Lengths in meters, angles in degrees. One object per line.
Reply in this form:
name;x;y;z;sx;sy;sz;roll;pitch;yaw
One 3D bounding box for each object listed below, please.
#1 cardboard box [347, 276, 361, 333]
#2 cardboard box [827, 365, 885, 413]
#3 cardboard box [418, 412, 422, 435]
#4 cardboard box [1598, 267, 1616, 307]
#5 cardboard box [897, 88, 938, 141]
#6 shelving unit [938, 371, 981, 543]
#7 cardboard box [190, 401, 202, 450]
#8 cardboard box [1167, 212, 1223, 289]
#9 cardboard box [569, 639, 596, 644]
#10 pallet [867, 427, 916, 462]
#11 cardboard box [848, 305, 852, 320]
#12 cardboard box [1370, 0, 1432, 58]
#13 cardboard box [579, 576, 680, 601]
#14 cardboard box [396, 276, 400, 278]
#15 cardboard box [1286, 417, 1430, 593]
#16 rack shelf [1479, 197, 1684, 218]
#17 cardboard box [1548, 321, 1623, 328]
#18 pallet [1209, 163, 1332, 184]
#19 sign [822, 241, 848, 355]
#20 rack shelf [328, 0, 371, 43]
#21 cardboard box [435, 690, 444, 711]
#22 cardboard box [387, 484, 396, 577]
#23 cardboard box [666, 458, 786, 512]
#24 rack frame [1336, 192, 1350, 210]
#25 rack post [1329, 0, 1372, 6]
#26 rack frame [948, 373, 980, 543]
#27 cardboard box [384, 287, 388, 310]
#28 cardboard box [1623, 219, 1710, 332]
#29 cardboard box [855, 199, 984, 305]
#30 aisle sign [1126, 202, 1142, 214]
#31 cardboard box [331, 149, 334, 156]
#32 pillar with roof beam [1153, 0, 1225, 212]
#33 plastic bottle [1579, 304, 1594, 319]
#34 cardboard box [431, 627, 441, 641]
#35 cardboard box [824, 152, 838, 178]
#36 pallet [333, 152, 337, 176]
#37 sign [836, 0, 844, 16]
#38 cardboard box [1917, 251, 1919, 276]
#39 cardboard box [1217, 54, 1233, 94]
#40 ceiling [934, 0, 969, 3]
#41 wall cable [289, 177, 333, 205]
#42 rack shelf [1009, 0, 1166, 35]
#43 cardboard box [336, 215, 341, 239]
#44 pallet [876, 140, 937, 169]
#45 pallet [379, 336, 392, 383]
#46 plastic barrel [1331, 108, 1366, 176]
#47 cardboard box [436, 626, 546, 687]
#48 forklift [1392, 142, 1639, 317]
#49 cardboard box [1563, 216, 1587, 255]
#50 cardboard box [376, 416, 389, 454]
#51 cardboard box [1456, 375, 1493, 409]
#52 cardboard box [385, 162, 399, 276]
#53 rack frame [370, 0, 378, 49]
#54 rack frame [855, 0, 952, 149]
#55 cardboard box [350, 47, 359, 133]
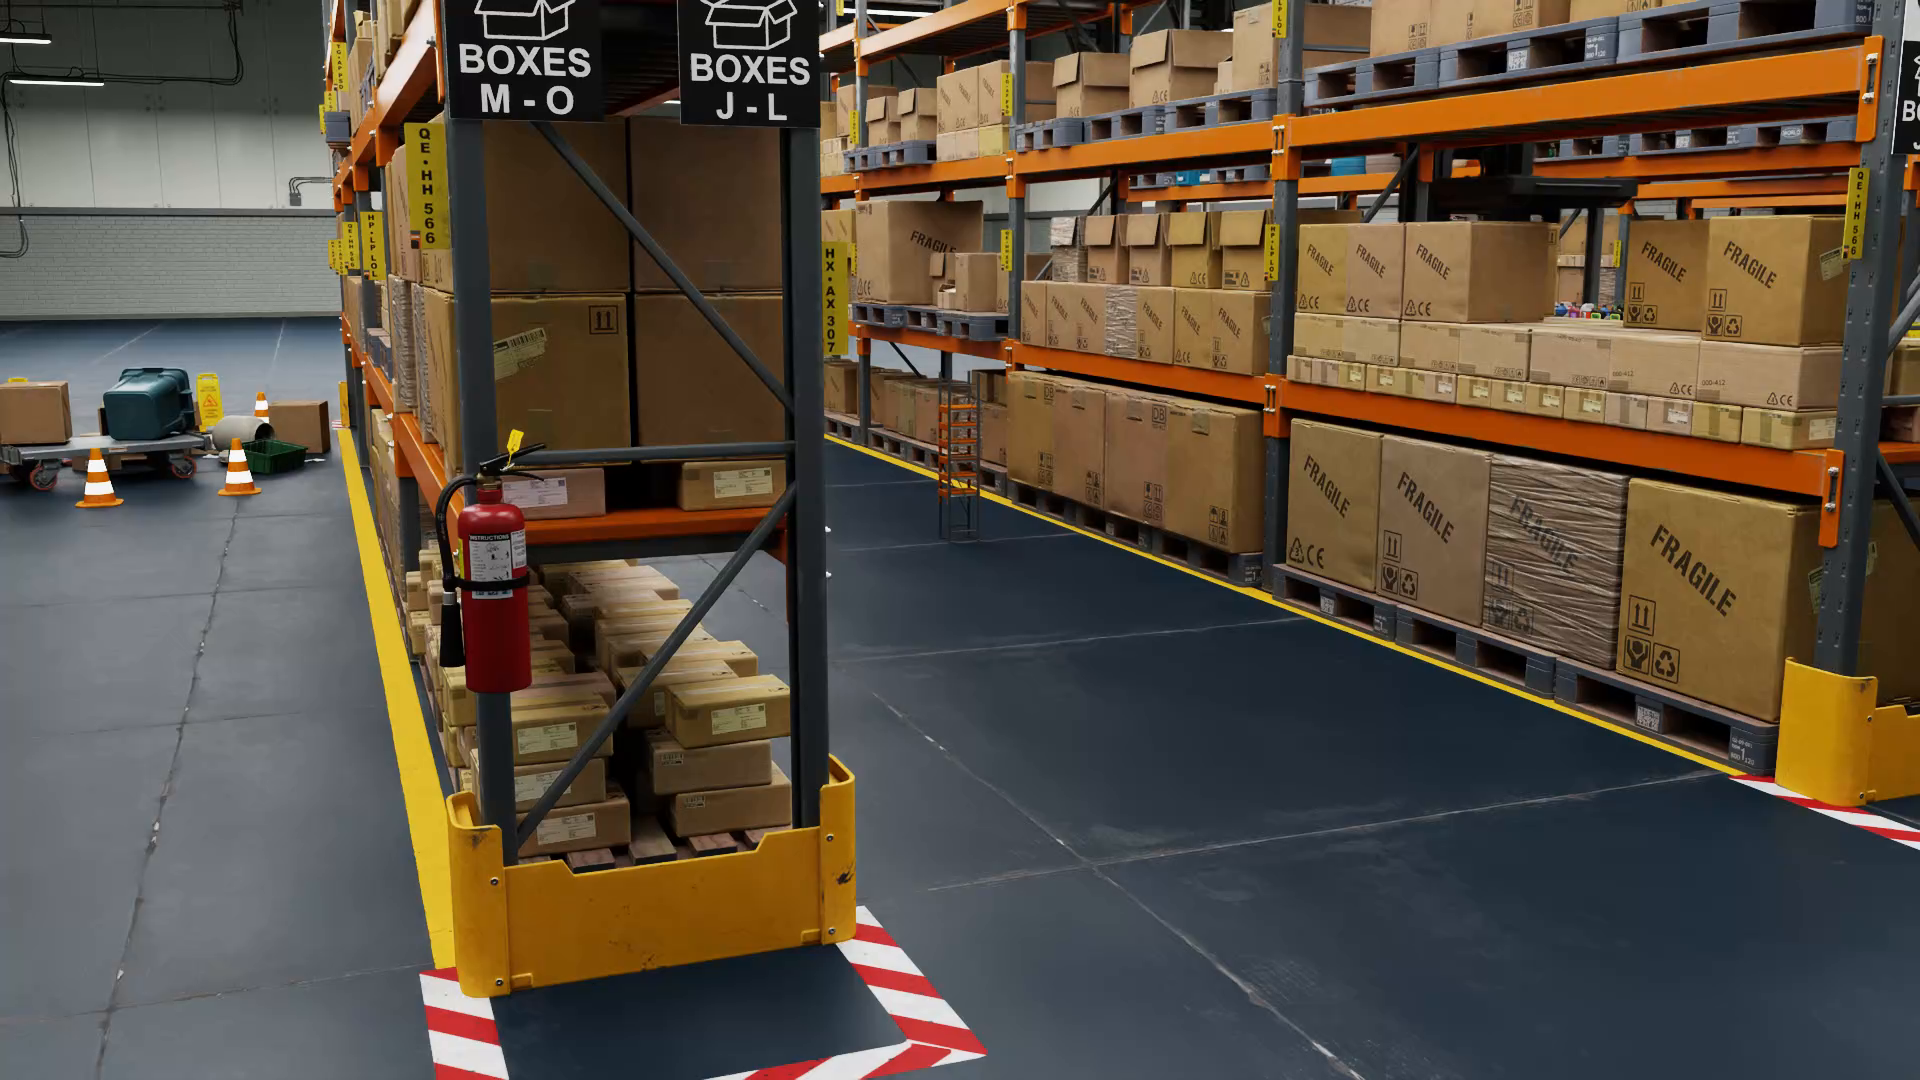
cardboard box;-5.287;-2.143;15.115;0.500;0.500;0.500;-4;11;-20
cardboard box;-1.188;-1.728;19.007;0.500;0.500;0.500;-5;11;-26
cardboard box;-2.099;-0.532;7.064;0.380;0.149;0.250;-4;11;-20
cardboard box;8.500;-3.244;21.306;0.700;0.500;0.500;-4;11;-22
cardboard box;-0.147;-3.992;15.740;0.797;0.503;0.637;-3;11;-19
shelving unit;-0.005;-0.593;11.828;0.258;1.200;0.189;-4;11;-21
cardboard box;-8.258;-1.163;17.024;0.637;0.503;0.797;5;11;28
cardboard box;1.854;-1.948;11.159;0.797;0.503;0.637;-4;11;-20
cardboard box;-1.449;0.456;6.884;0.380;0.149;0.250;-3;11;-18
pallet;-0.284;-0.995;16.909;1.003;0.211;1.213;-4;11;-21
cardboard box;-1.001;-2.429;17.726;0.380;0.149;0.250;-4;11;-21
cardboard box;2.671;-2.847;9.024;0.700;0.500;0.500;-5;11;-24
cardboard box;-1.416;0.263;7.118;0.380;0.149;0.250;-4;11;-23
cardboard box;-2.198;-0.909;7.330;0.500;0.500;0.500;-4;11;-21
cardboard box;2.496;-0.237;9.553;0.875;0.875;0.875;-4;11;-21
rack shelf;7.942;-4.572;22.546;1.077;0.370;4.000;-4;11;-21
cardboard box;3.291;-0.955;8.305;0.500;0.250;0.500;-4;11;-22
pallet;3.696;-4.304;19.527;1.213;0.211;1.003;-4;11;-21
sign;-0.373;-0.698;4.809;0.100;0.325;0.005;-4;11;-21
rack shelf;-4.502;-4.272;13.440;1.077;0.370;4.000;-4;11;-21
cardboard box;-1.988;0.595;6.949;0.380;0.149;0.250;-4;11;-22
cardboard box;-3.017;-0.055;9.603;0.500;0.500;0.500;-4;11;-22
cardboard box;-0.691;-0.188;5.127;0.380;0.149;0.250;-4;11;-21
rack frame;4.049;-2.809;19.146;1.000;3.000;0.127;-4;11;-21
rack post;4.842;-5.545;16.827;1.013;1.000;3.121;-4;11;-21
rack frame;0.028;-0.578;11.744;0.240;1.200;0.006;-4;11;-21
cardboard box;-3.590;-1.594;10.984;0.380;0.149;0.250;-4;11;-23
cardboard box;3.484;-1.239;7.758;0.500;0.500;0.500;-4;11;-22
cardboard box;-0.410;-2.858;16.511;1.000;1.000;1.000;-4;11;-21
aisle sign;2.300;-4.735;22.551;0.394;0.787;0.004;-4;11;-21
cardboard box;-6.851;-4.382;18.657;0.380;0.149;0.250;-4;11;-20
pillar with roof beam;2.358;-9.650;40.474;9.100;9.000;0.548;-4;11;-21
plastic bottle;5.521;-1.928;14.550;0.152;0.276;0.135;-4;11;-21
cardboard box;-1.993;0.448;6.927;0.380;0.149;0.250;-4;11;-21
cardboard box;-1.156;-4.041;17.938;0.500;0.250;0.500;-4;11;-19
pallet;-6.398;-4.162;18.441;1.003;0.211;1.213;-4;11;-21
sign;-1.493;-6.671;20.608;0.100;0.325;0.005;-4;11;-21
cardboard box;13.307;-3.833;23.132;0.500;0.500;0.500;-4;11;-22
cardboard box;2.018;-3.013;10.785;0.500;0.311;0.500;-4;11;-23
ceiling;3.095;-15.256;46.295;6.000;0.001;6.000;-4;11;-21
wall cable;-18.319;-12.722;48.032;2.305;6.003;0.169;-4;11;-21
rack shelf;1.607;-3.918;11.446;1.077;0.370;4.000;-4;11;-21
cardboard box;-6.217;-3.208;17.877;0.875;0.550;0.550;-4;11;-21
pallet;-0.065;-3.602;15.578;1.213;0.211;1.003;-4;11;-21
pallet;-3.022;-1.128;10.247;1.003;0.211;1.213;-4;11;-21
plastic barrel;4.435;-4.463;18.450;0.600;0.901;0.708;-4;11;-21
cardboard box;-1.740;0.431;6.177;0.380;0.149;0.250;-3;11;-19
forklift;3.604;-1.292;10.815;1.130;2.935;3.031;-5;11;-25
cardboard box;8.316;-3.965;21.656;0.700;0.500;0.500;-4;11;-21
cardboard box;-3.570;-0.678;10.964;0.500;0.250;0.500;-4;11;-22
cardboard box;2.695;-0.741;8.240;0.380;0.149;0.250;-4;11;-23
cardboard box;-2.392;-1.489;7.738;0.500;0.500;0.500;-4;11;-20
rack frame;-2.328;-3.844;7.836;1.000;3.000;0.127;-4;11;-21
rack frame;-0.568;-5.448;16.854;1.000;3.000;0.127;-4;11;-21
cardboard box;-3.631;-2.878;10.685;0.500;0.500;0.500;-4;11;-21
